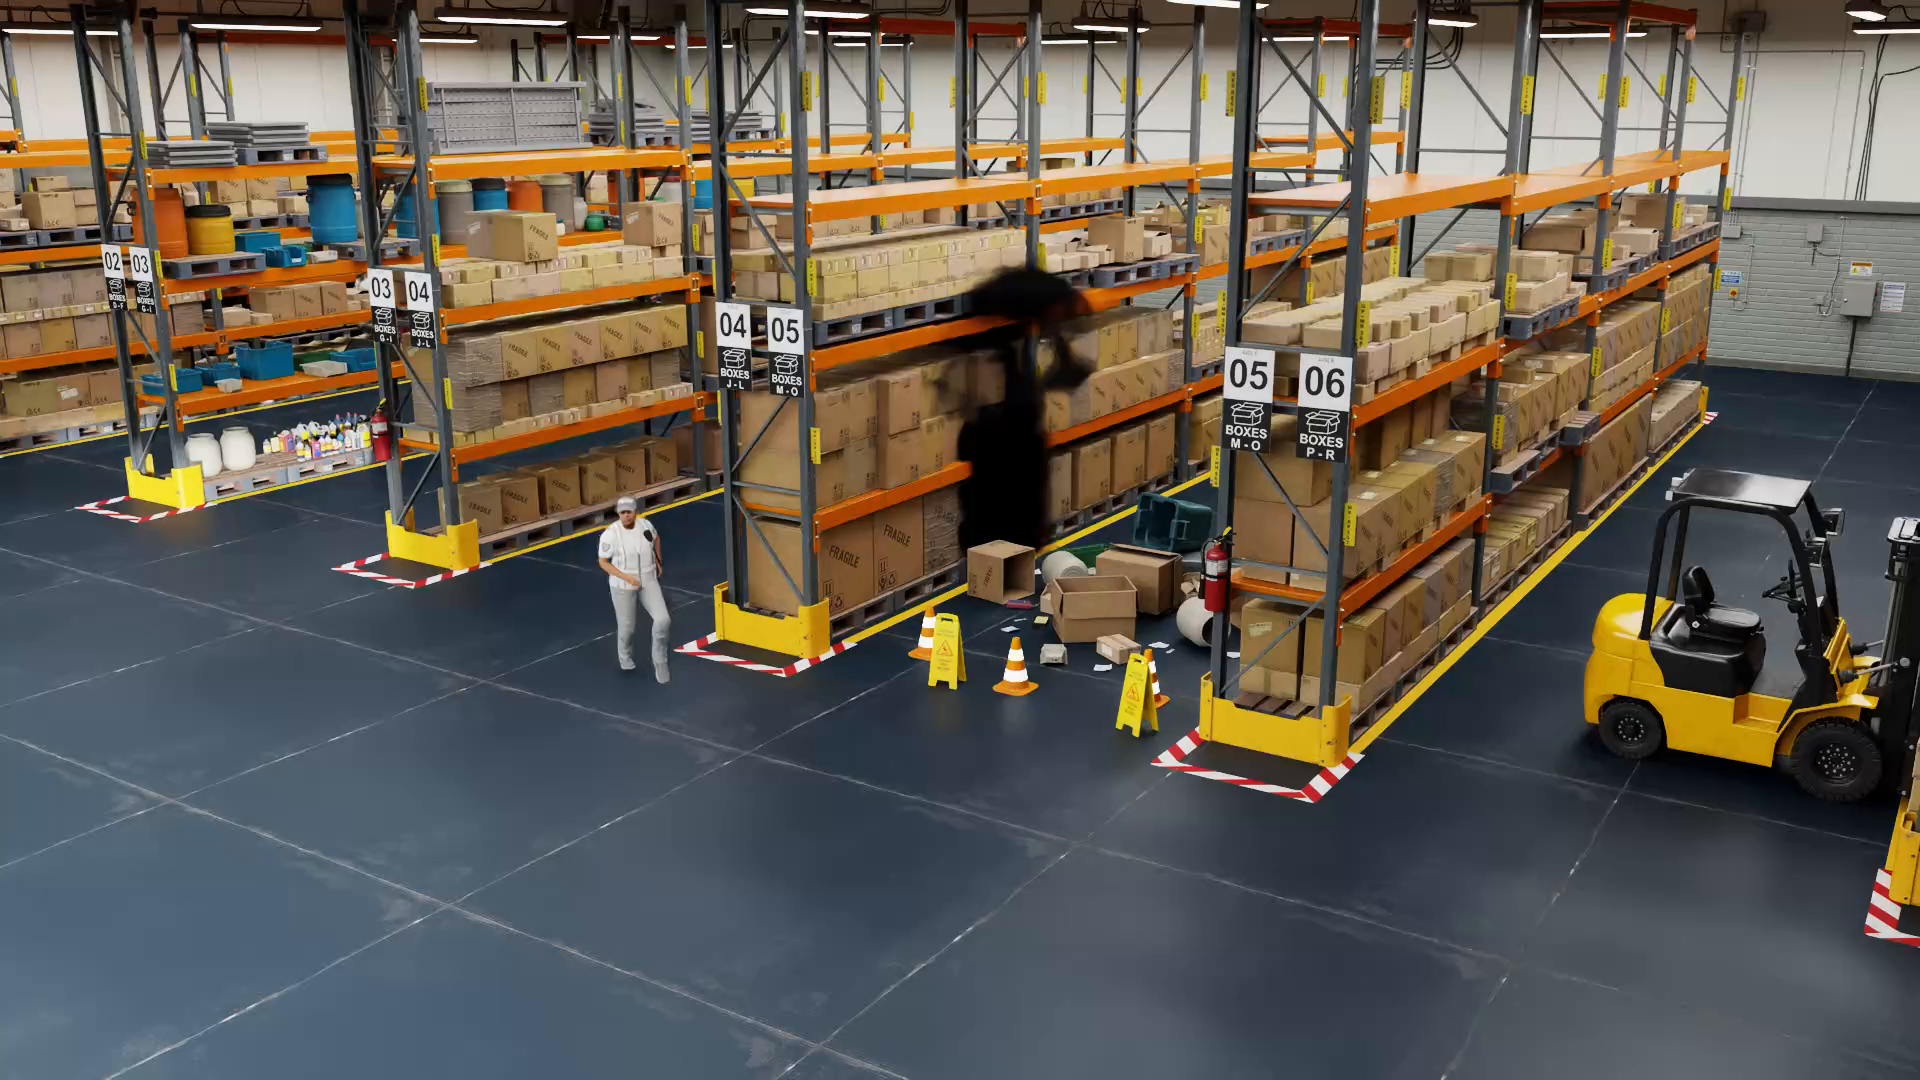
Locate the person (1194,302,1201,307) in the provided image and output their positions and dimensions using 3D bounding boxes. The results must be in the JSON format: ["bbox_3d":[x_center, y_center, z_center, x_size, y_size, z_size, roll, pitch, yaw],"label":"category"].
[{"bbox_3d":[3.870,-3.075,27.284,0.576,1.665,0.797,8,17,26],"label":"person"}]

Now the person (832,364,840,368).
[{"bbox_3d":[-1.427,-1.431,20.086,0.702,1.738,0.598,8,17,26],"label":"person"}]

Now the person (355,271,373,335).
[{"bbox_3d":[-11.610,-4.600,32.420,0.653,1.670,0.551,9,18,30],"label":"person"}]

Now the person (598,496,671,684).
[{"bbox_3d":[-2.870,0.426,14.657,0.613,1.692,0.687,-8,18,-27],"label":"person"}]
